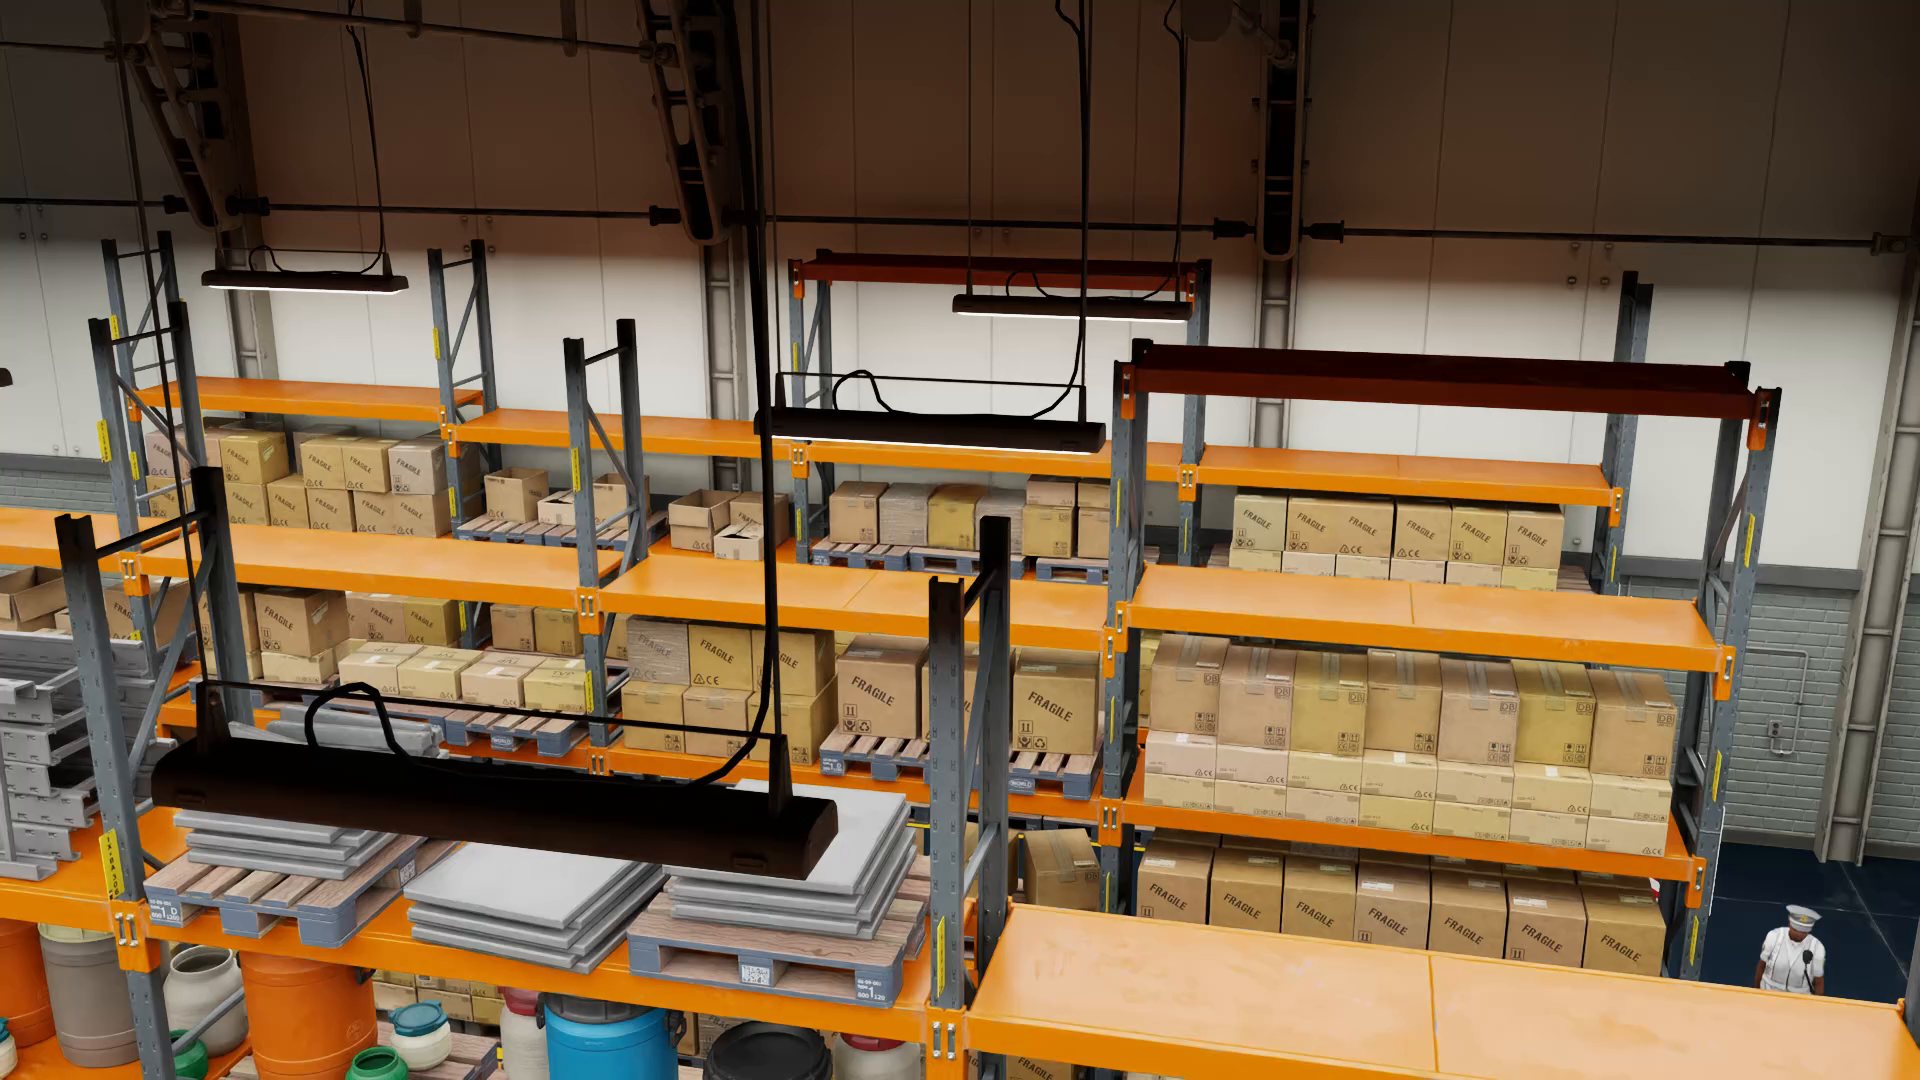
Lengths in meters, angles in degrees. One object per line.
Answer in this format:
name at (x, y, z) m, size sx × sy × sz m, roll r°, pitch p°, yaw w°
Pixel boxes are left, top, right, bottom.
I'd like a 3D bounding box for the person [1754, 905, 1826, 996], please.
person at (6.506, 3.597, 13.078) m, size 0.499 × 1.659 × 0.589 m, roll 10°, pitch 19°, yaw 30°
